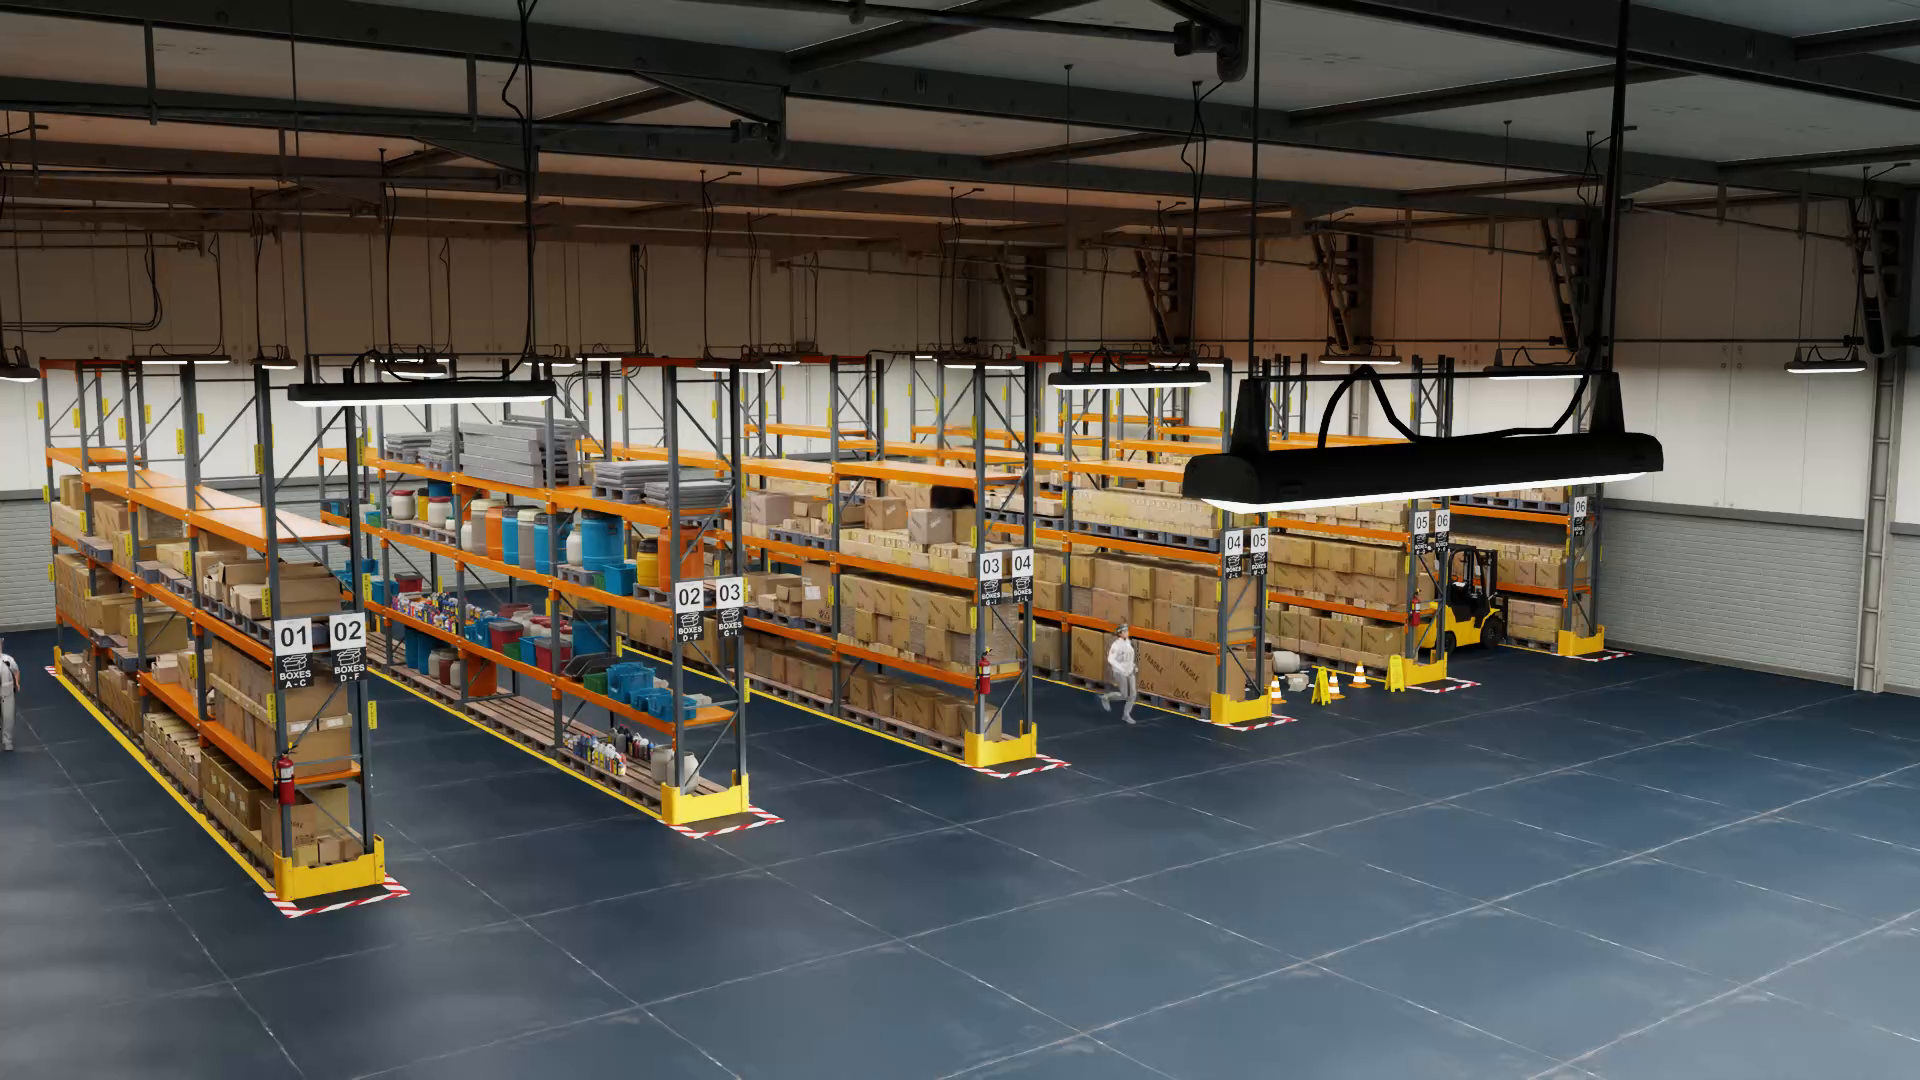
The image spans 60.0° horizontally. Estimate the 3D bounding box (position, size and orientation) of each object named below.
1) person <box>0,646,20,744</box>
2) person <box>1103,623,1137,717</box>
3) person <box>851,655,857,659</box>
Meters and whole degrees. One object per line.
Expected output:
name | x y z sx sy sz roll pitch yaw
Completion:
person | -14.920 2.362 25.806 0.674 1.606 0.680 -6 9 -41
person | 2.689 2.159 27.715 0.566 1.598 0.373 6 9 41
person | -2.256 1.515 33.365 0.606 1.679 0.840 -5 9 -38
